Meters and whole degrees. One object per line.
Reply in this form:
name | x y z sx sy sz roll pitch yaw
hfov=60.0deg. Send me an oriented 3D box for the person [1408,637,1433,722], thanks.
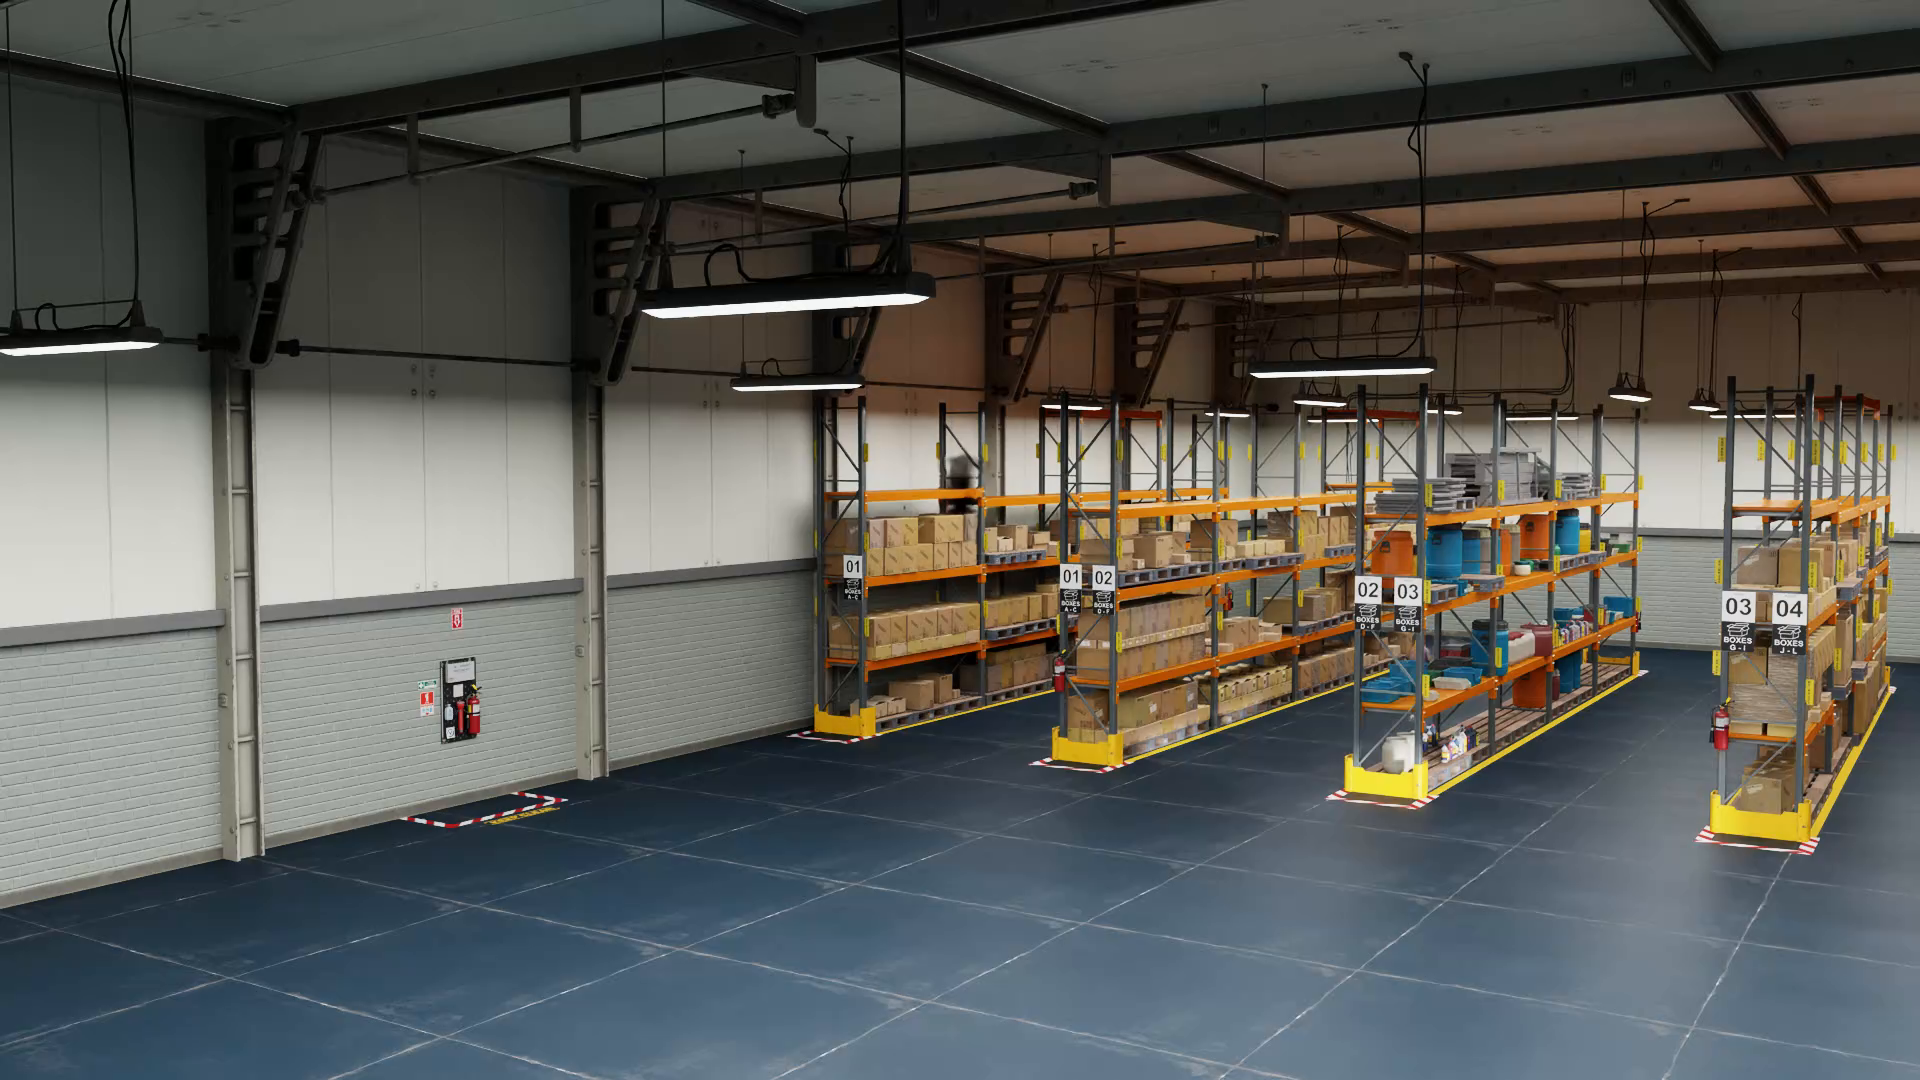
person | 8.648 2.577 31.233 0.545 1.604 0.800 2 4 36
